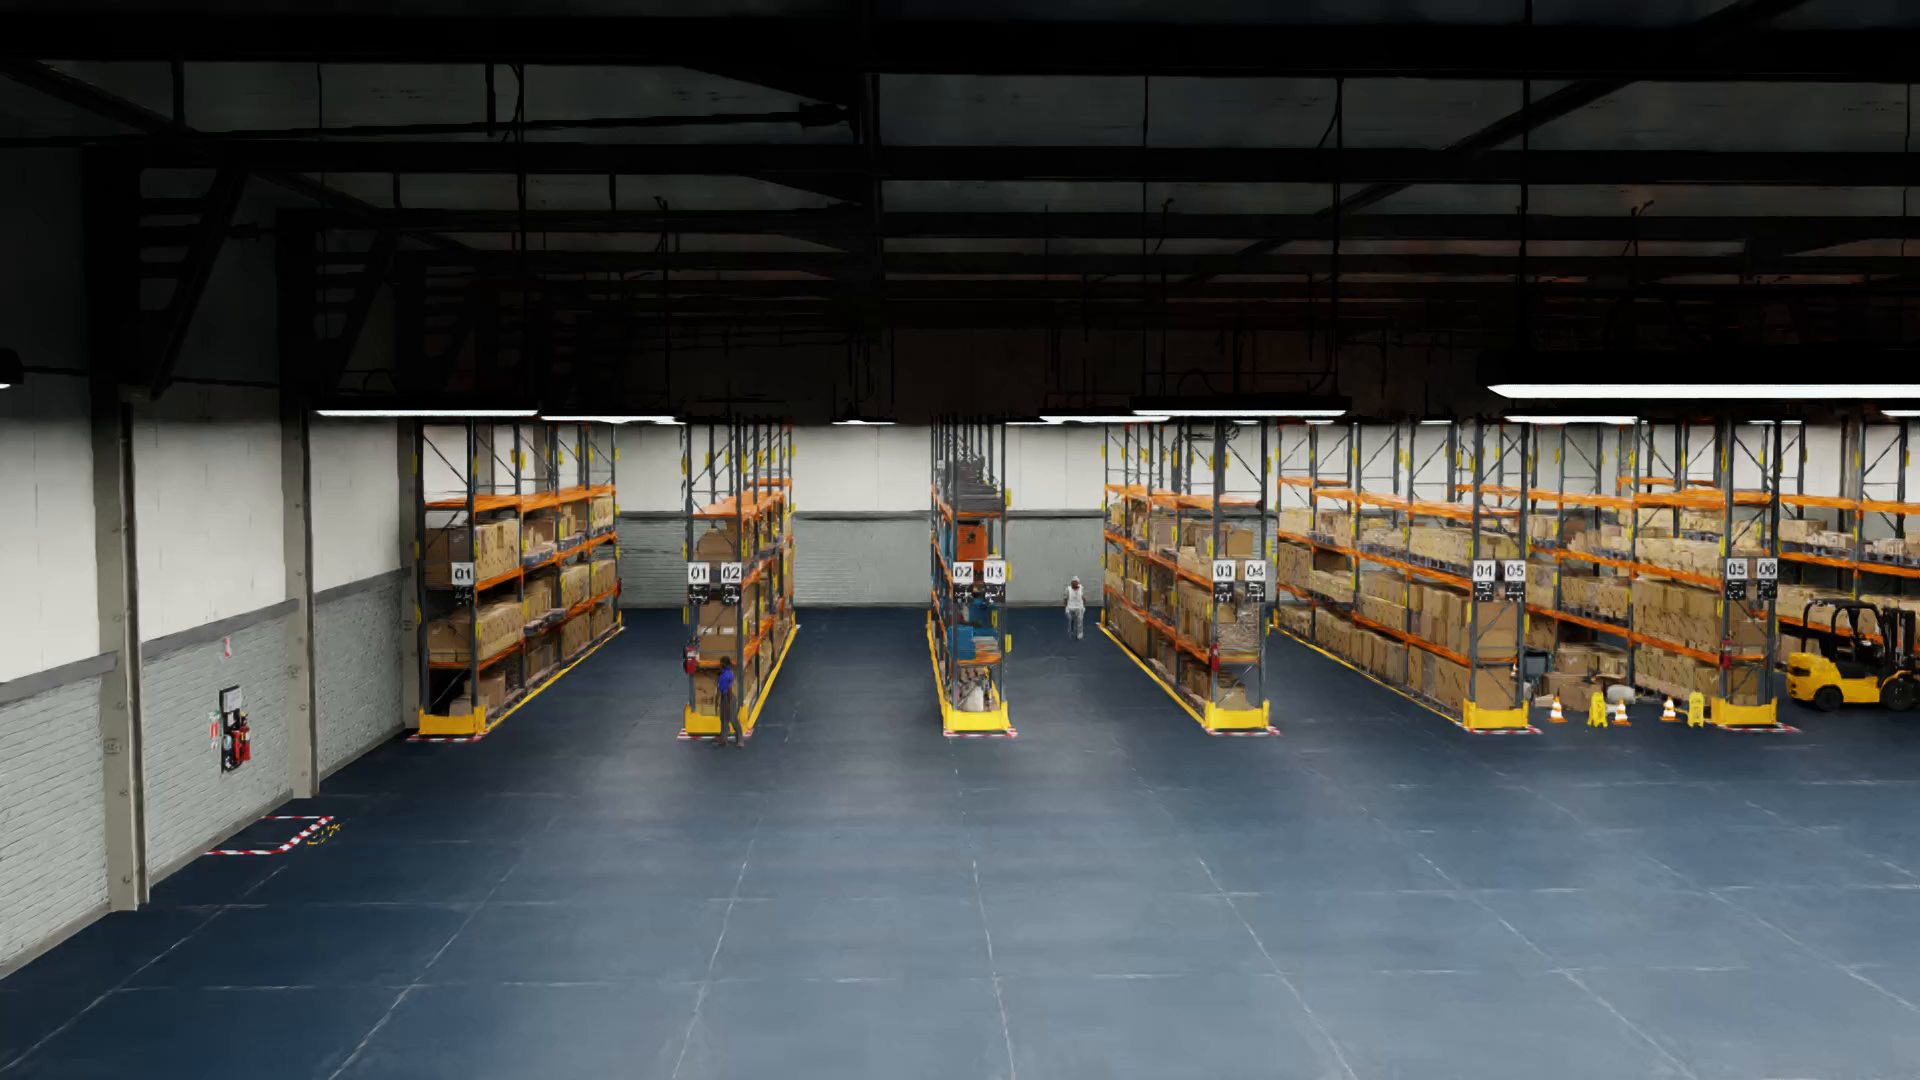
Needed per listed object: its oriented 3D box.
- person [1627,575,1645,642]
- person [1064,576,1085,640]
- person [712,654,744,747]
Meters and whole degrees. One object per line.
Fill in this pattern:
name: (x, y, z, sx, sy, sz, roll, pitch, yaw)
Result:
person: (18.074, 1.813, 44.225, 0.553, 1.771, 0.607, 1, 4, 13)
person: (3.095, 1.809, 44.812, 0.566, 1.706, 1.115, 0, 4, 0)
person: (-4.147, 2.880, 29.766, 0.527, 1.644, 0.581, -1, 4, -18)
